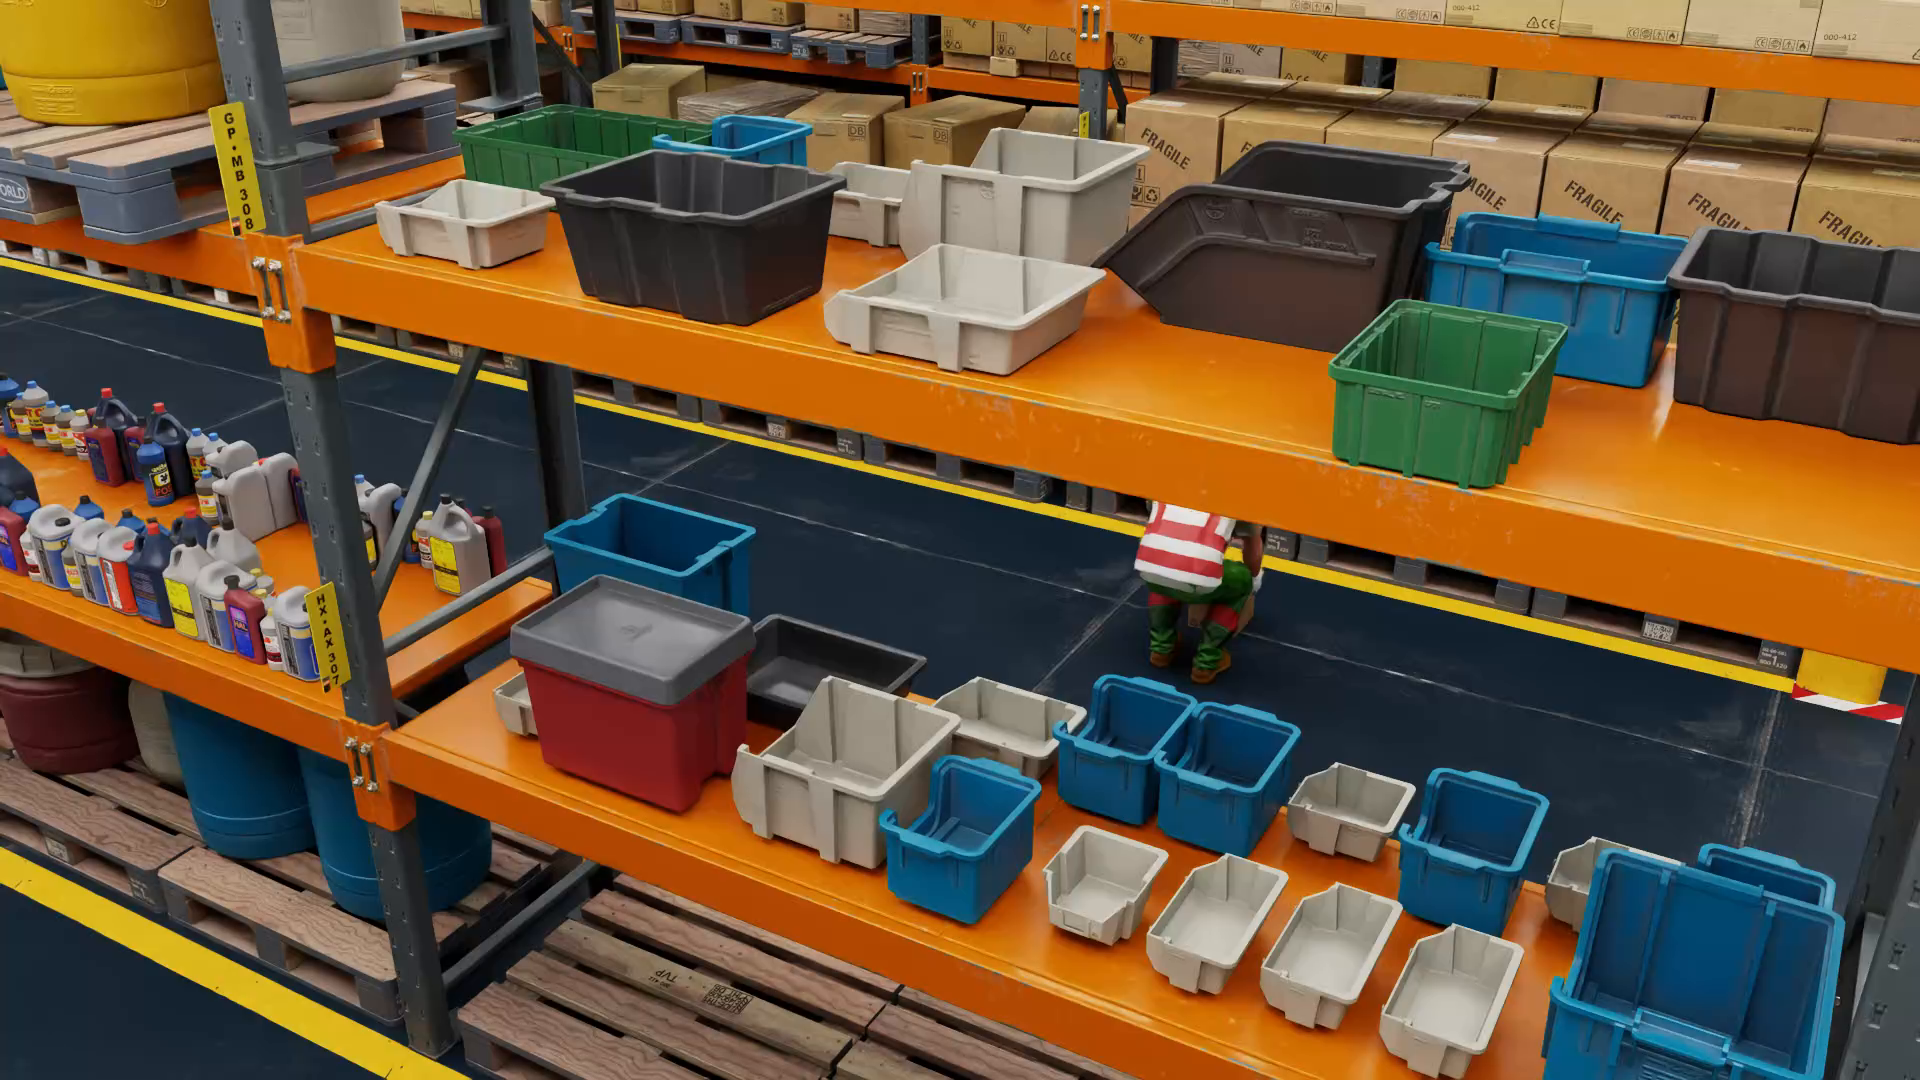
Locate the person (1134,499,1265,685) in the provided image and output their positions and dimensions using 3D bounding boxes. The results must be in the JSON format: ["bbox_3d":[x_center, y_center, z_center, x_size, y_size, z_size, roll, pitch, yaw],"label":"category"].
[{"bbox_3d":[1.085,0.059,7.759,0.581,1.091,0.866,14,30,26],"label":"person"}]
